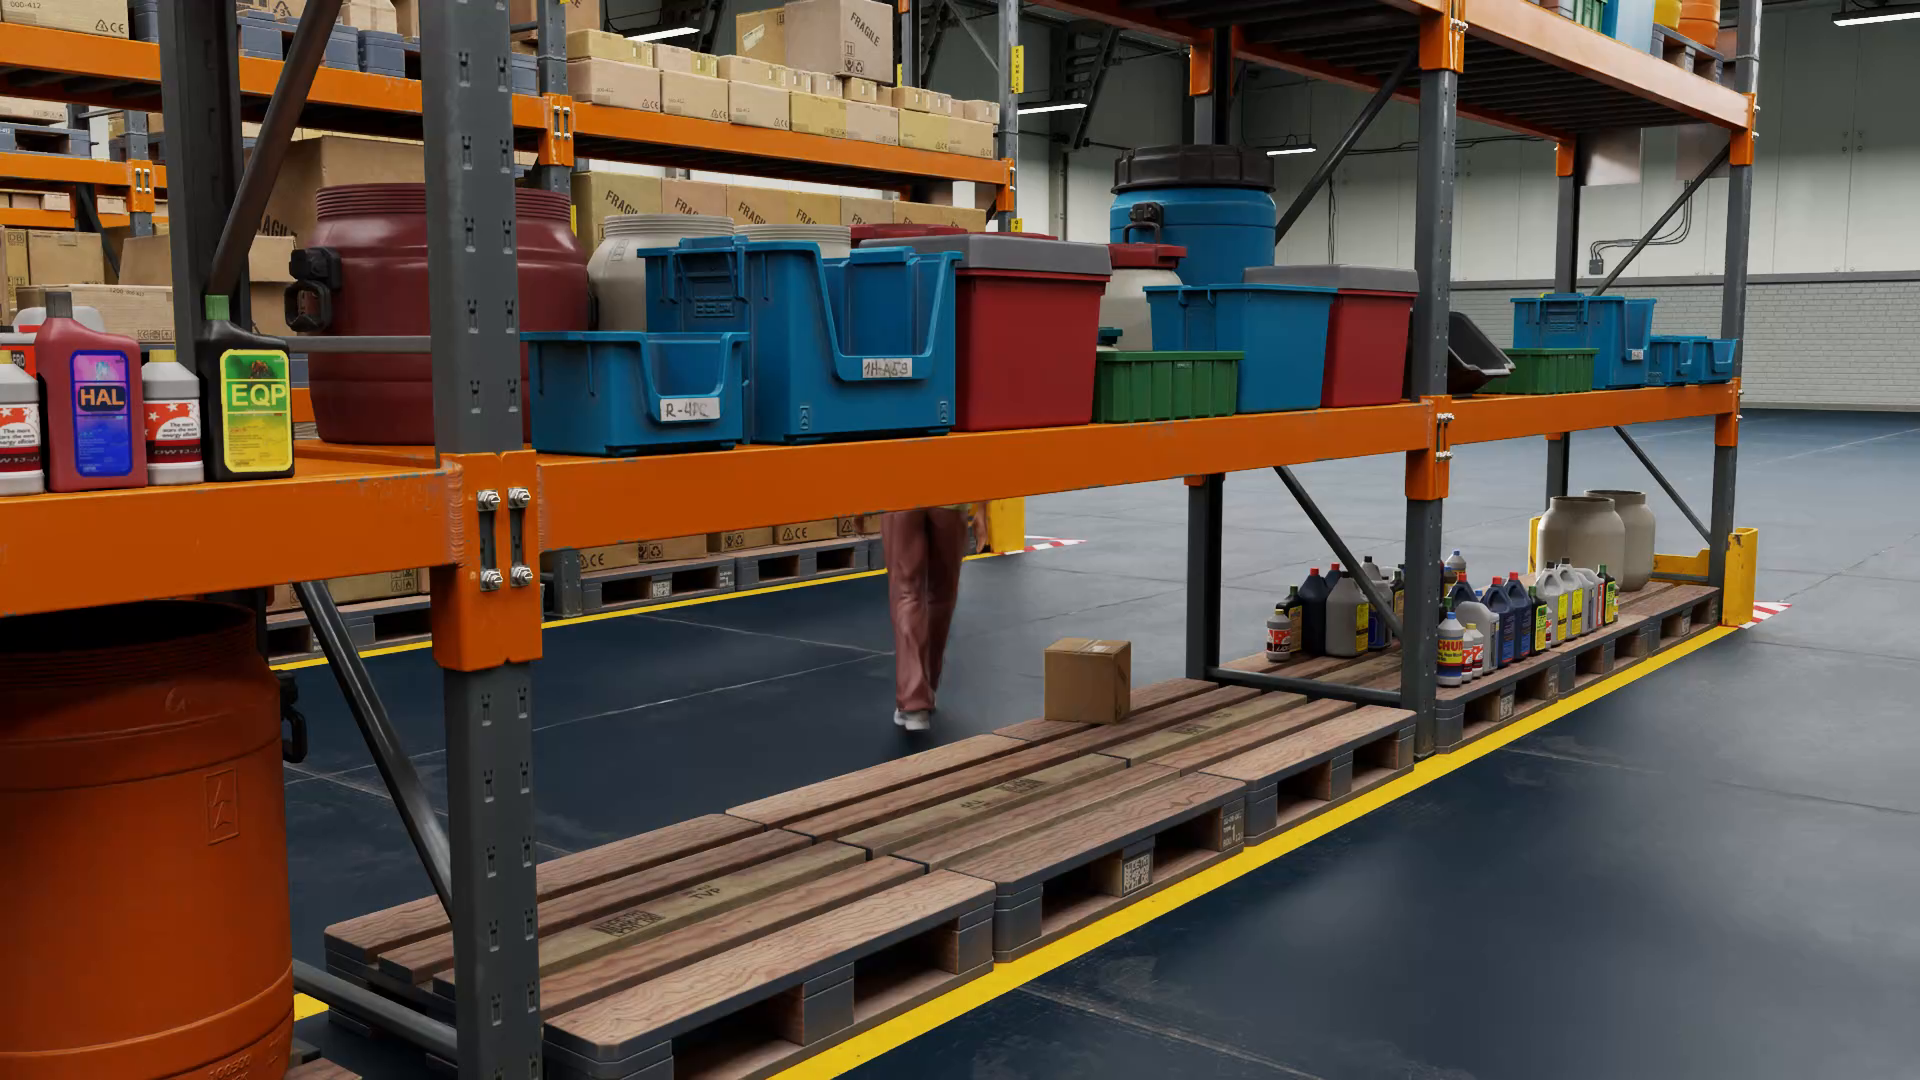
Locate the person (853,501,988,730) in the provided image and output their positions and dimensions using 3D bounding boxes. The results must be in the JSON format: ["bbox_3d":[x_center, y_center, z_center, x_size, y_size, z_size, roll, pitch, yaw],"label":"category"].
[{"bbox_3d":[-0.164,-0.098,6.585,0.511,1.674,0.793,-1,7,-7],"label":"person"}]
